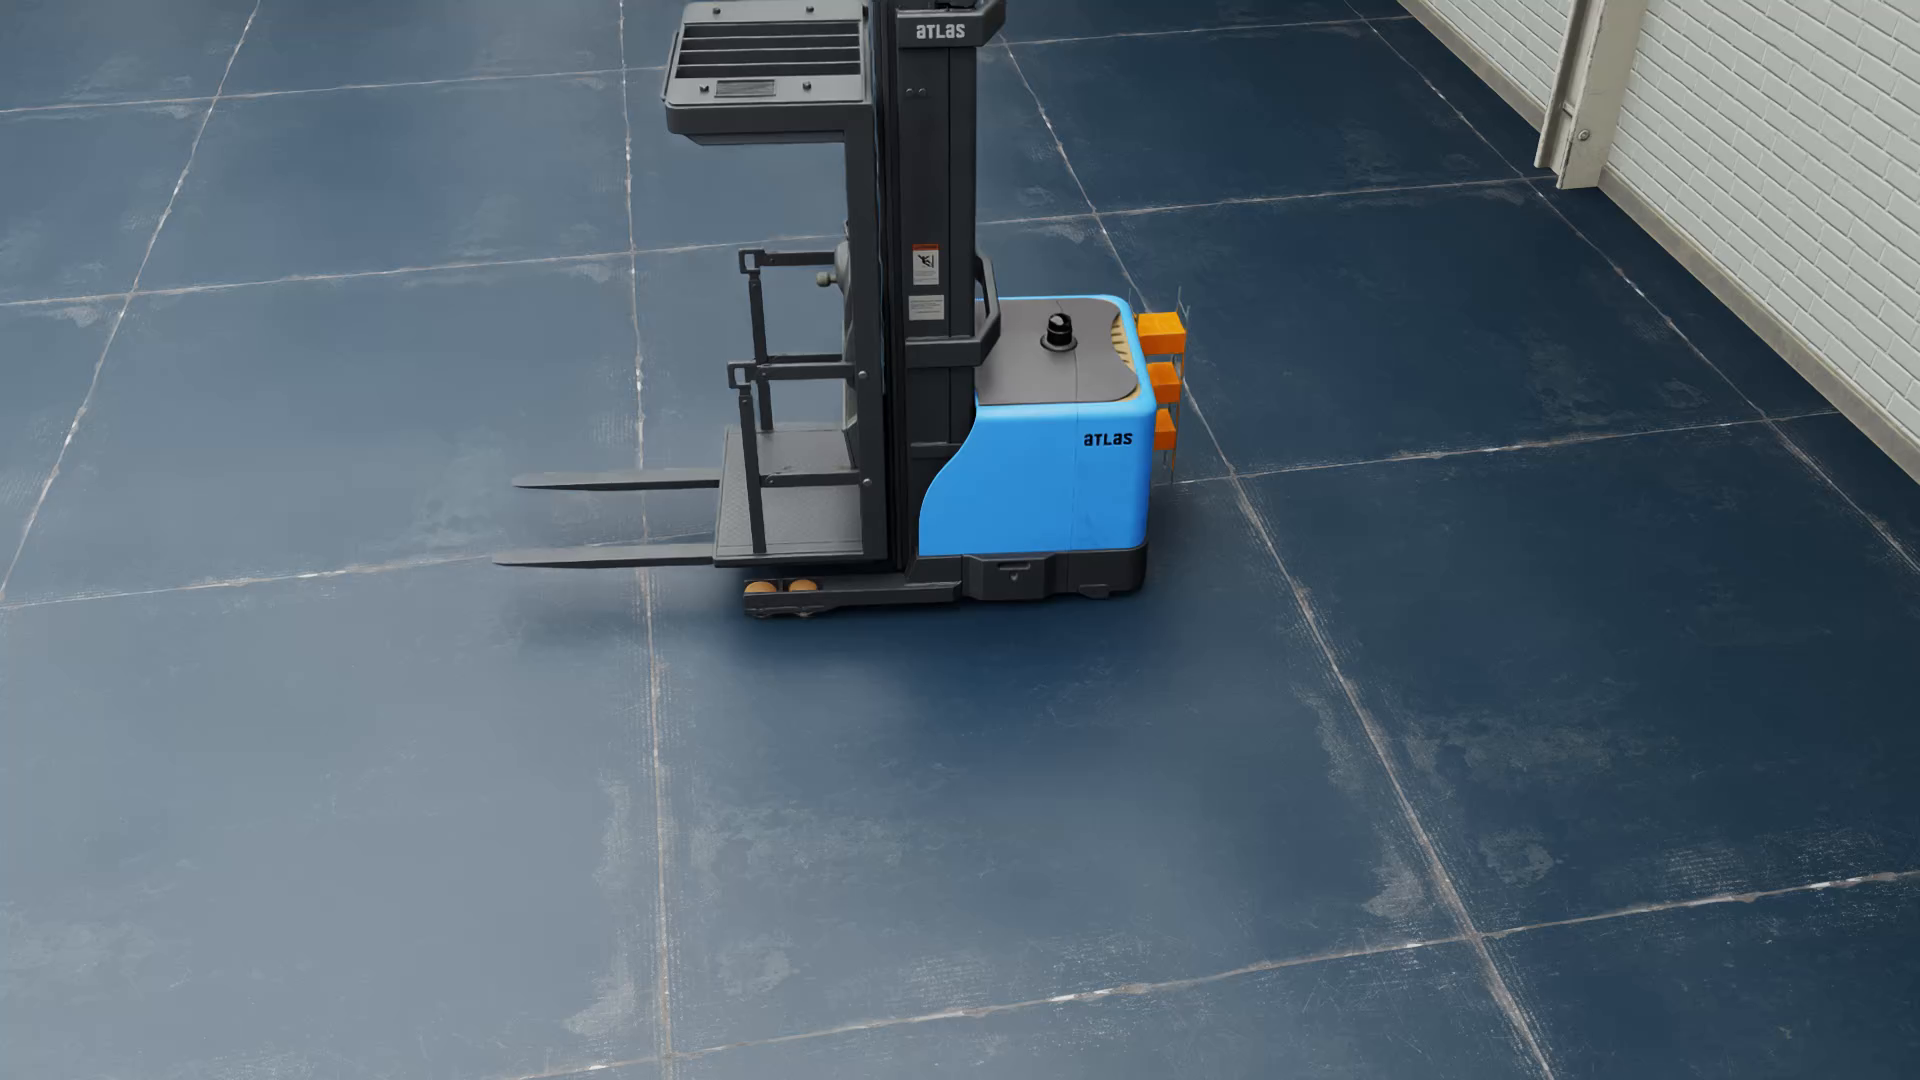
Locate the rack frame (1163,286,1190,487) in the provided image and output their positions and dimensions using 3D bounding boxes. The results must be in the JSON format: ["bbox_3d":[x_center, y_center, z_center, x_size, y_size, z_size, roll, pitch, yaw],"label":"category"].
[{"bbox_3d":[1.071,-0.746,8.255,0.008,1.050,0.200,-4,38,-5],"label":"rack frame"}]

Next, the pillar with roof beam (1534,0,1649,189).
[{"bbox_3d":[-0.088,-5.586,8.005,9.100,9.000,0.400,-6,38,-8],"label":"pillar with roof beam"}]

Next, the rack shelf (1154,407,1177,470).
[{"bbox_3d":[0.950,-0.510,8.421,0.240,0.259,0.215,-4,38,-5],"label":"rack shelf"}]

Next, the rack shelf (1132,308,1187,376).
[{"bbox_3d":[0.950,-0.953,8.076,0.240,0.259,0.215,-4,38,-5],"label":"rack shelf"}]

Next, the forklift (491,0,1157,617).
[{"bbox_3d":[-0.667,-1.136,7.224,3.031,2.935,1.130,-2,38,-3],"label":"forklift"}]

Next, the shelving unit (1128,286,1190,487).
[{"bbox_3d":[0.950,-0.738,8.244,0.252,1.050,0.215,-4,38,-5],"label":"shelving unit"}]

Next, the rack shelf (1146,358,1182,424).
[{"bbox_3d":[0.950,-0.729,8.250,0.240,0.259,0.215,-4,38,-5],"label":"rack shelf"}]

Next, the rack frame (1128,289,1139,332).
[{"bbox_3d":[0.829,-0.729,8.233,0.008,1.050,0.200,-4,38,-5],"label":"rack frame"}]
